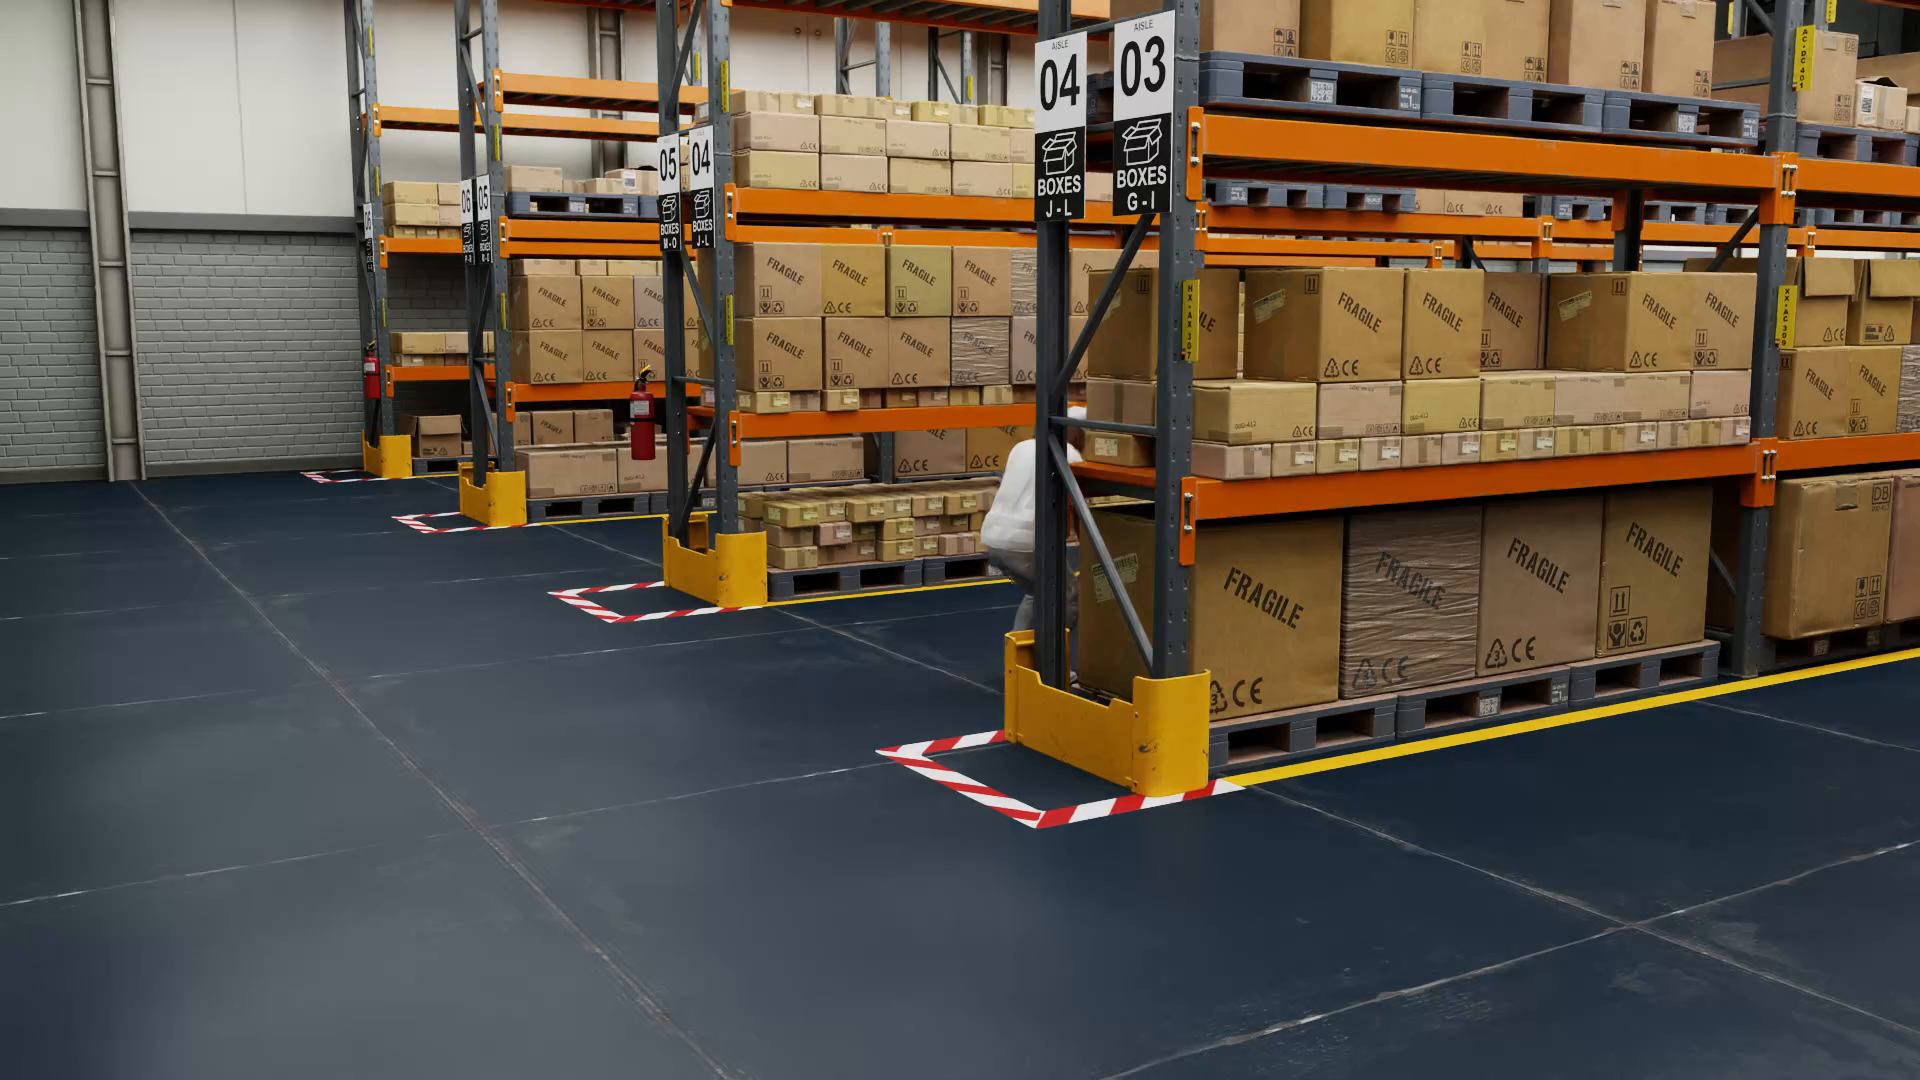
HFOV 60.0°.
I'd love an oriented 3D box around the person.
[{"bbox_3d":[0.447,0.022,9.065,0.708,1.490,0.629,-5,9,-31],"label":"person"}]
